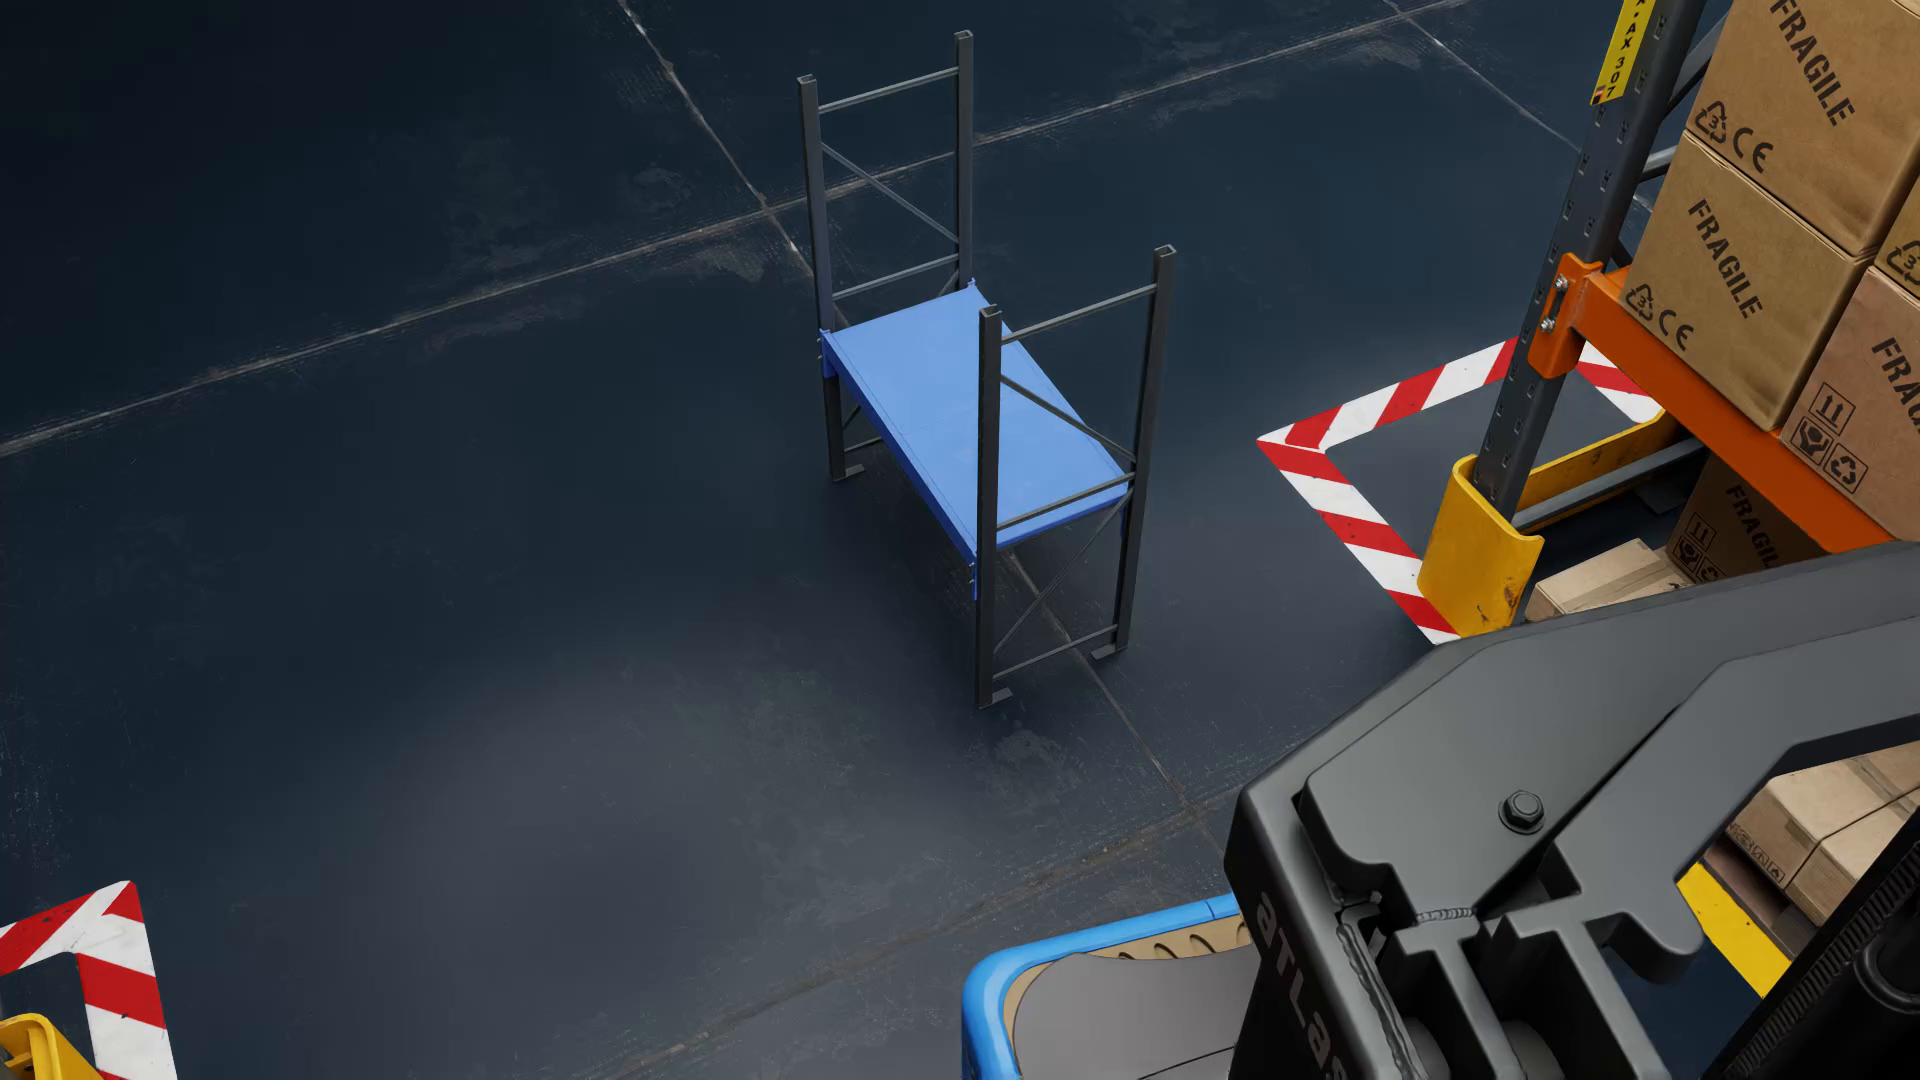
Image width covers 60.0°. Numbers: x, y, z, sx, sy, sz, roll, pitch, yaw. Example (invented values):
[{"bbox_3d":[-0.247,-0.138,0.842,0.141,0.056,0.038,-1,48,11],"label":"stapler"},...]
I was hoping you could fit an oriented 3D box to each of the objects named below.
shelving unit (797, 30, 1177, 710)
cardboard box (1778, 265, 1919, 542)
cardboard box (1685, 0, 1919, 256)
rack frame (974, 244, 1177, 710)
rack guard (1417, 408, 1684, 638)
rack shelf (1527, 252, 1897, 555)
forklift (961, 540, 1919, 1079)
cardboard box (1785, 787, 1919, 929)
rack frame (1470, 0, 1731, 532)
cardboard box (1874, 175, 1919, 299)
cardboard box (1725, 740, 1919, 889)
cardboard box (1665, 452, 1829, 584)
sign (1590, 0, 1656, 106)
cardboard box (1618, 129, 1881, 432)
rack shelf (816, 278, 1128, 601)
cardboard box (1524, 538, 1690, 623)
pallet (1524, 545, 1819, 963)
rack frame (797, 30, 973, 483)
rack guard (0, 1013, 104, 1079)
[{"bbox_3d":[0.039,-0.437,4.636,0.538,1.500,1.048,-21,52,-18],"label":"shelving unit"},{"bbox_3d":[2.160,-0.309,3.461,0.500,0.500,0.500,-22,52,-18],"label":"cardboard box"},{"bbox_3d":[1.919,-0.981,3.385,0.500,0.500,0.500,-20,52,-16],"label":"cardboard box"},{"bbox_3d":[0.272,-0.096,4.338,0.500,1.500,0.032,-21,52,-18],"label":"rack frame"},{"bbox_3d":[1.985,-0.133,5.034,1.175,0.500,0.348,-21,52,-18],"label":"rack guard"},{"bbox_3d":[2.866,0.568,3.238,1.077,0.370,4.000,-21,52,-18],"label":"rack shelf"},{"bbox_3d":[0.864,1.514,1.978,1.130,2.935,3.031,-12,50,-10],"label":"forklift"},{"bbox_3d":[2.405,0.884,4.018,0.500,0.250,0.500,-21,52,-18],"label":"cardboard box"},{"bbox_3d":[1.950,-1.007,4.138,1.000,3.000,0.127,-21,52,-18],"label":"rack frame"},{"bbox_3d":[2.165,-0.634,3.081,0.500,0.500,0.500,-21,52,-17],"label":"cardboard box"},{"bbox_3d":[2.176,0.550,4.311,0.500,0.250,0.500,-21,52,-18],"label":"cardboard box"},{"bbox_3d":[2.418,-0.050,4.669,0.500,0.500,0.500,-21,52,-18],"label":"cardboard box"},{"bbox_3d":[1.468,-1.105,3.649,0.100,0.325,0.005,-21,52,-18],"label":"sign"},{"bbox_3d":[1.919,-0.652,3.761,0.500,0.500,0.500,-20,52,-17],"label":"cardboard box"},{"bbox_3d":[0.039,-0.318,4.771,0.538,0.185,1.000,-21,52,-18],"label":"rack shelf"},{"bbox_3d":[1.836,0.185,4.697,0.380,0.149,0.250,-21,52,-18],"label":"cardboard box"},{"bbox_3d":[2.351,0.495,4.677,1.003,0.211,1.213,-21,52,-18],"label":"pallet"},{"bbox_3d":[-0.194,-0.777,4.933,0.500,1.500,0.032,-21,52,-18],"label":"rack frame"},{"bbox_3d":[-2.464,1.509,3.598,1.175,0.500,0.348,-21,52,-18],"label":"rack guard"}]
